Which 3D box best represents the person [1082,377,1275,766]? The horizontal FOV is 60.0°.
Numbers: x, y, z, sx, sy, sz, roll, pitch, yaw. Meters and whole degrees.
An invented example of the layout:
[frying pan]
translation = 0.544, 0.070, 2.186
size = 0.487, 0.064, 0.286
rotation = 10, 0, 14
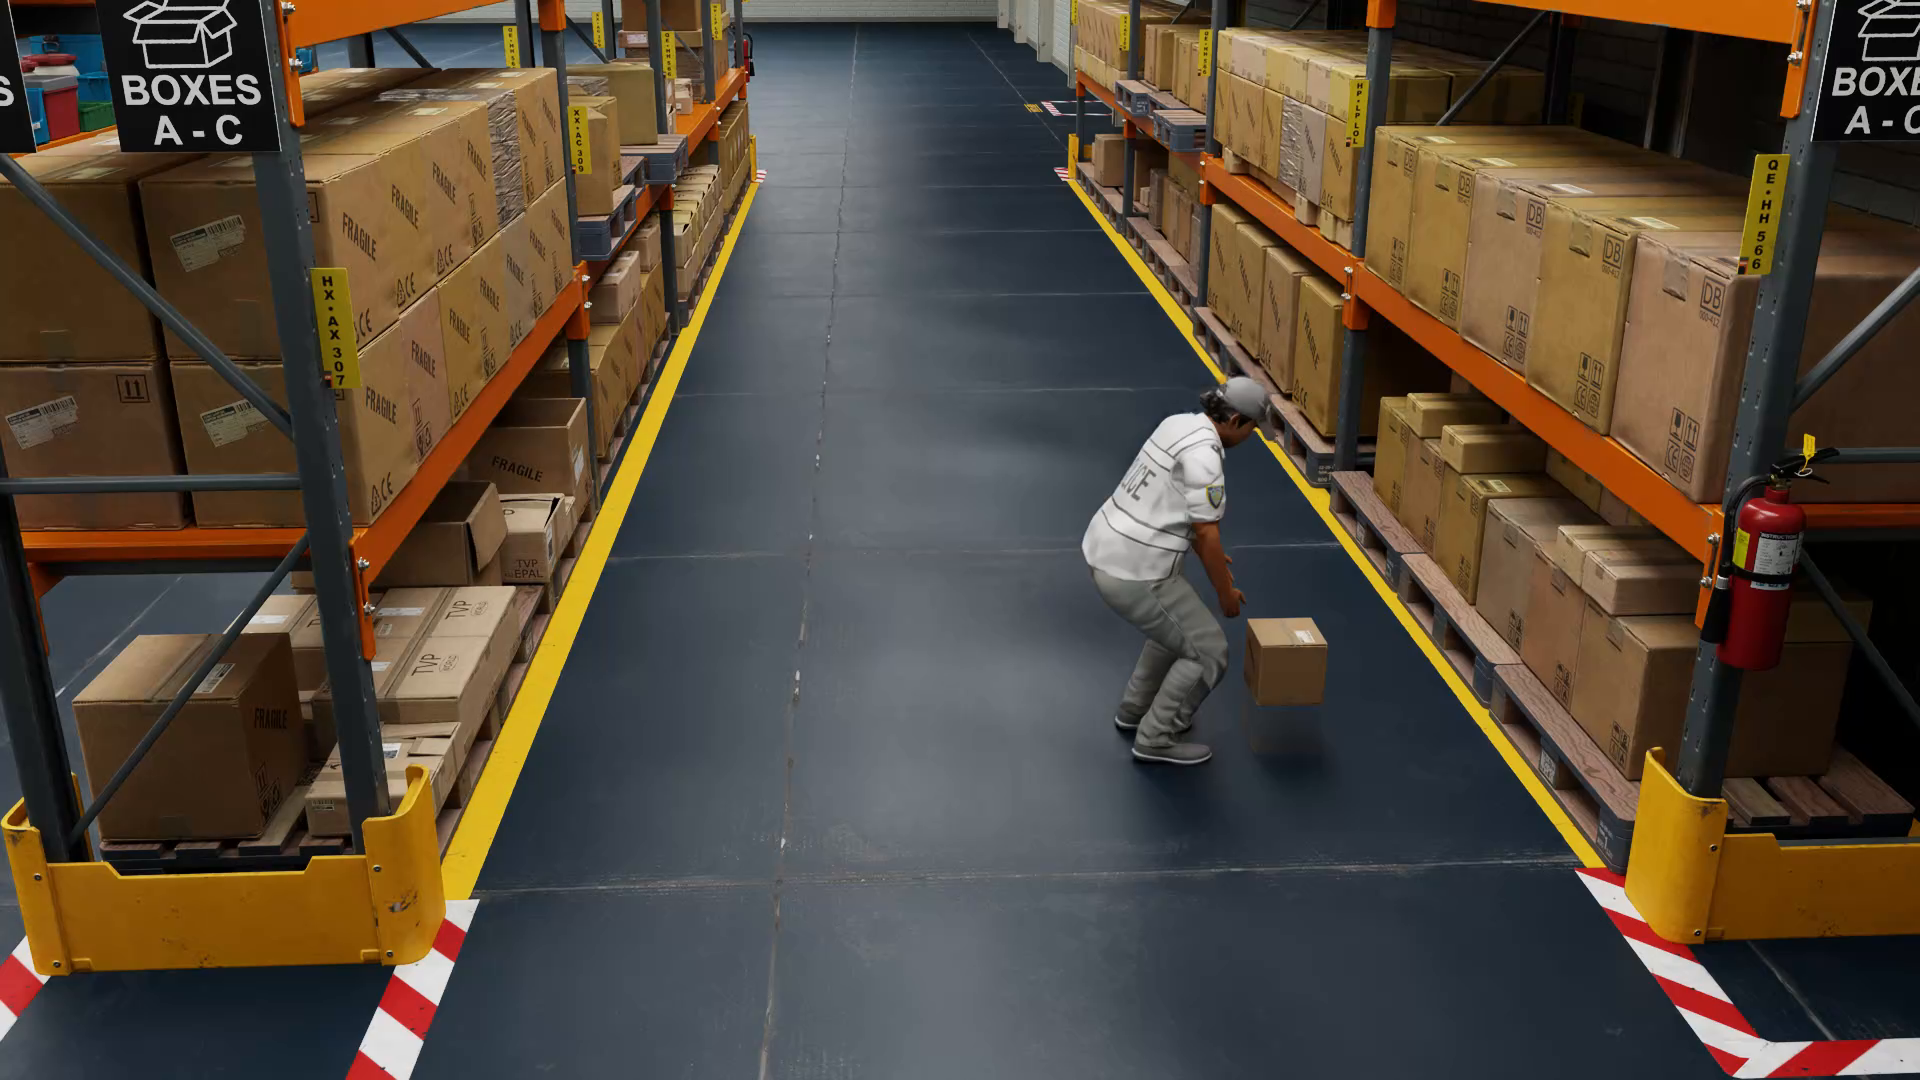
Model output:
[person]
translation = 0.797, 0.097, 6.165
size = 0.691, 1.432, 0.532
rotation = -1, 21, -3
